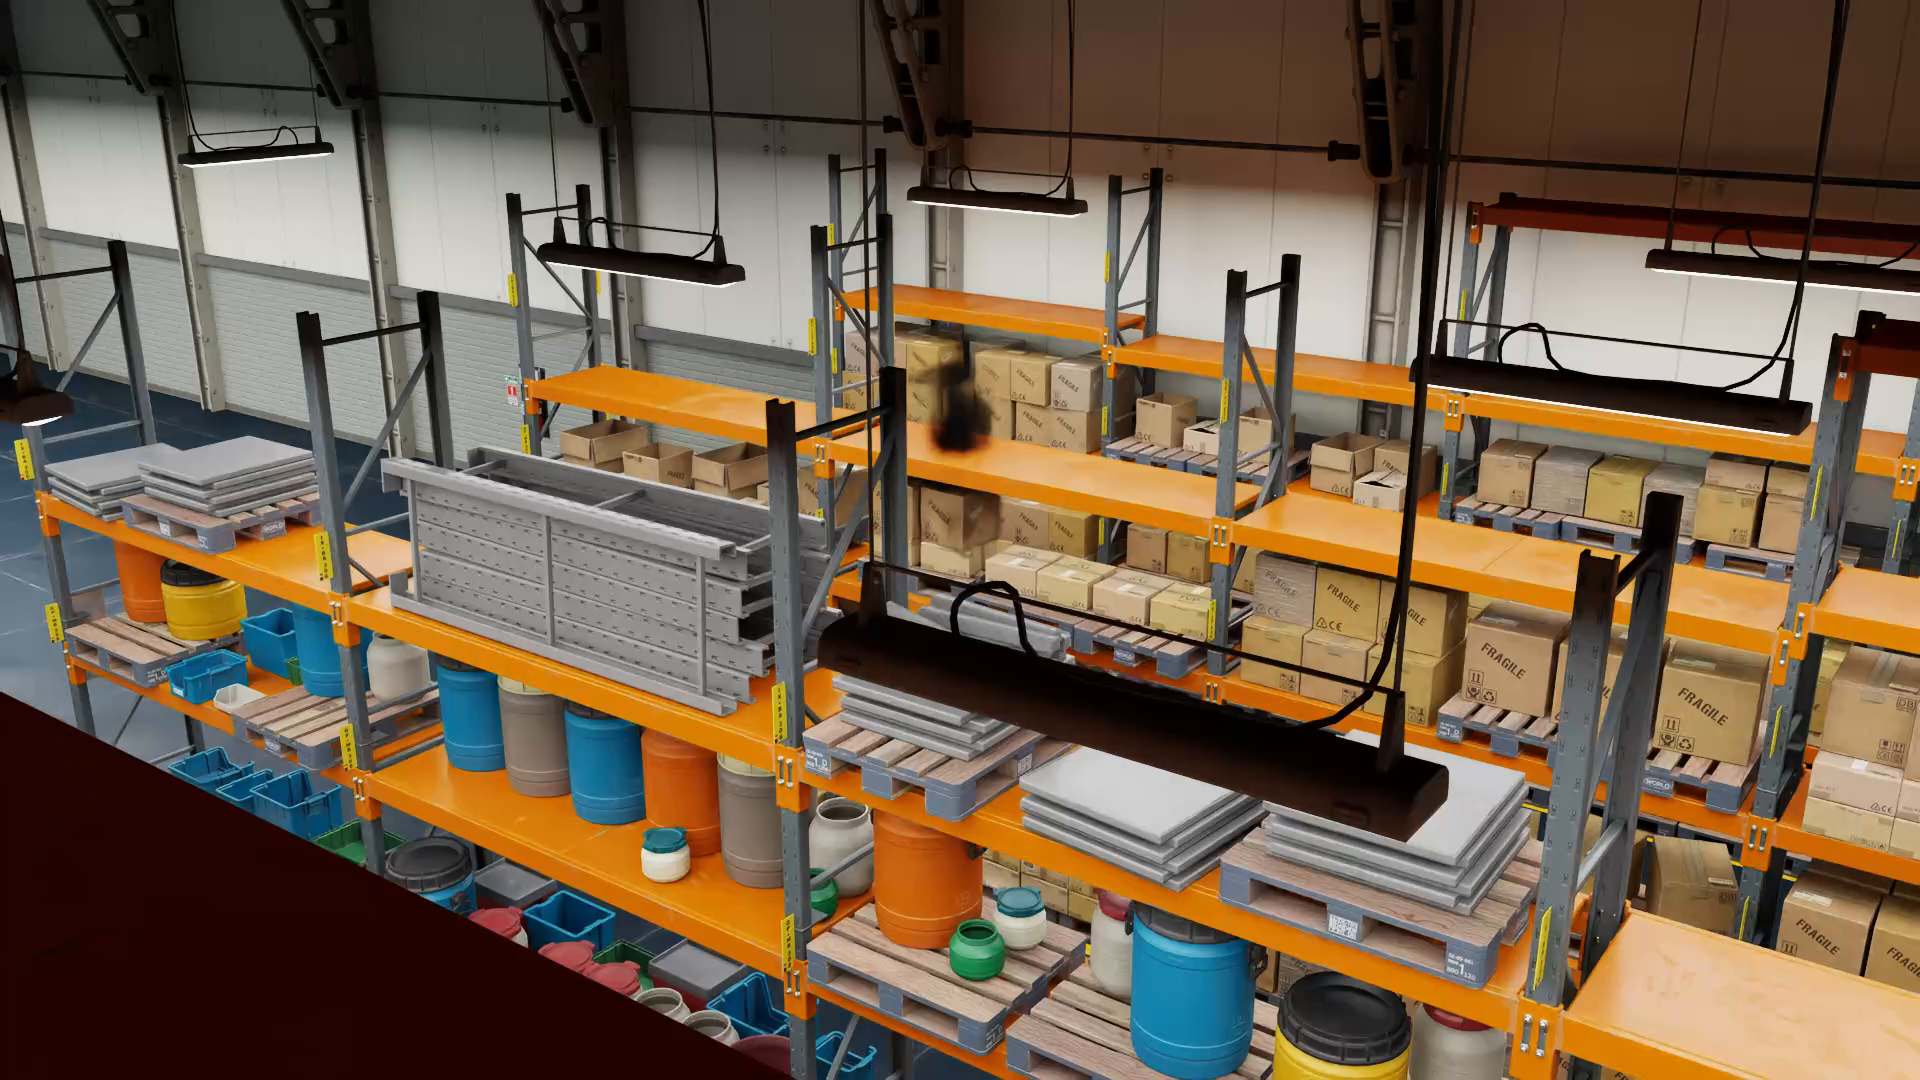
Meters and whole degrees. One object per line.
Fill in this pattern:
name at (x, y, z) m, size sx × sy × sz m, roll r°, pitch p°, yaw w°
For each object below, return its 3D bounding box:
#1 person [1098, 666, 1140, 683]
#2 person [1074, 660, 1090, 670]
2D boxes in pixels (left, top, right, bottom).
person at (1.791, 1.644, 17.699) m, size 0.693 × 1.644 × 0.536 m, roll 6°, pitch 19°, yaw 16°
person at (1.286, 1.595, 17.810) m, size 0.797 × 1.623 × 0.587 m, roll 2°, pitch 19°, yaw 6°
